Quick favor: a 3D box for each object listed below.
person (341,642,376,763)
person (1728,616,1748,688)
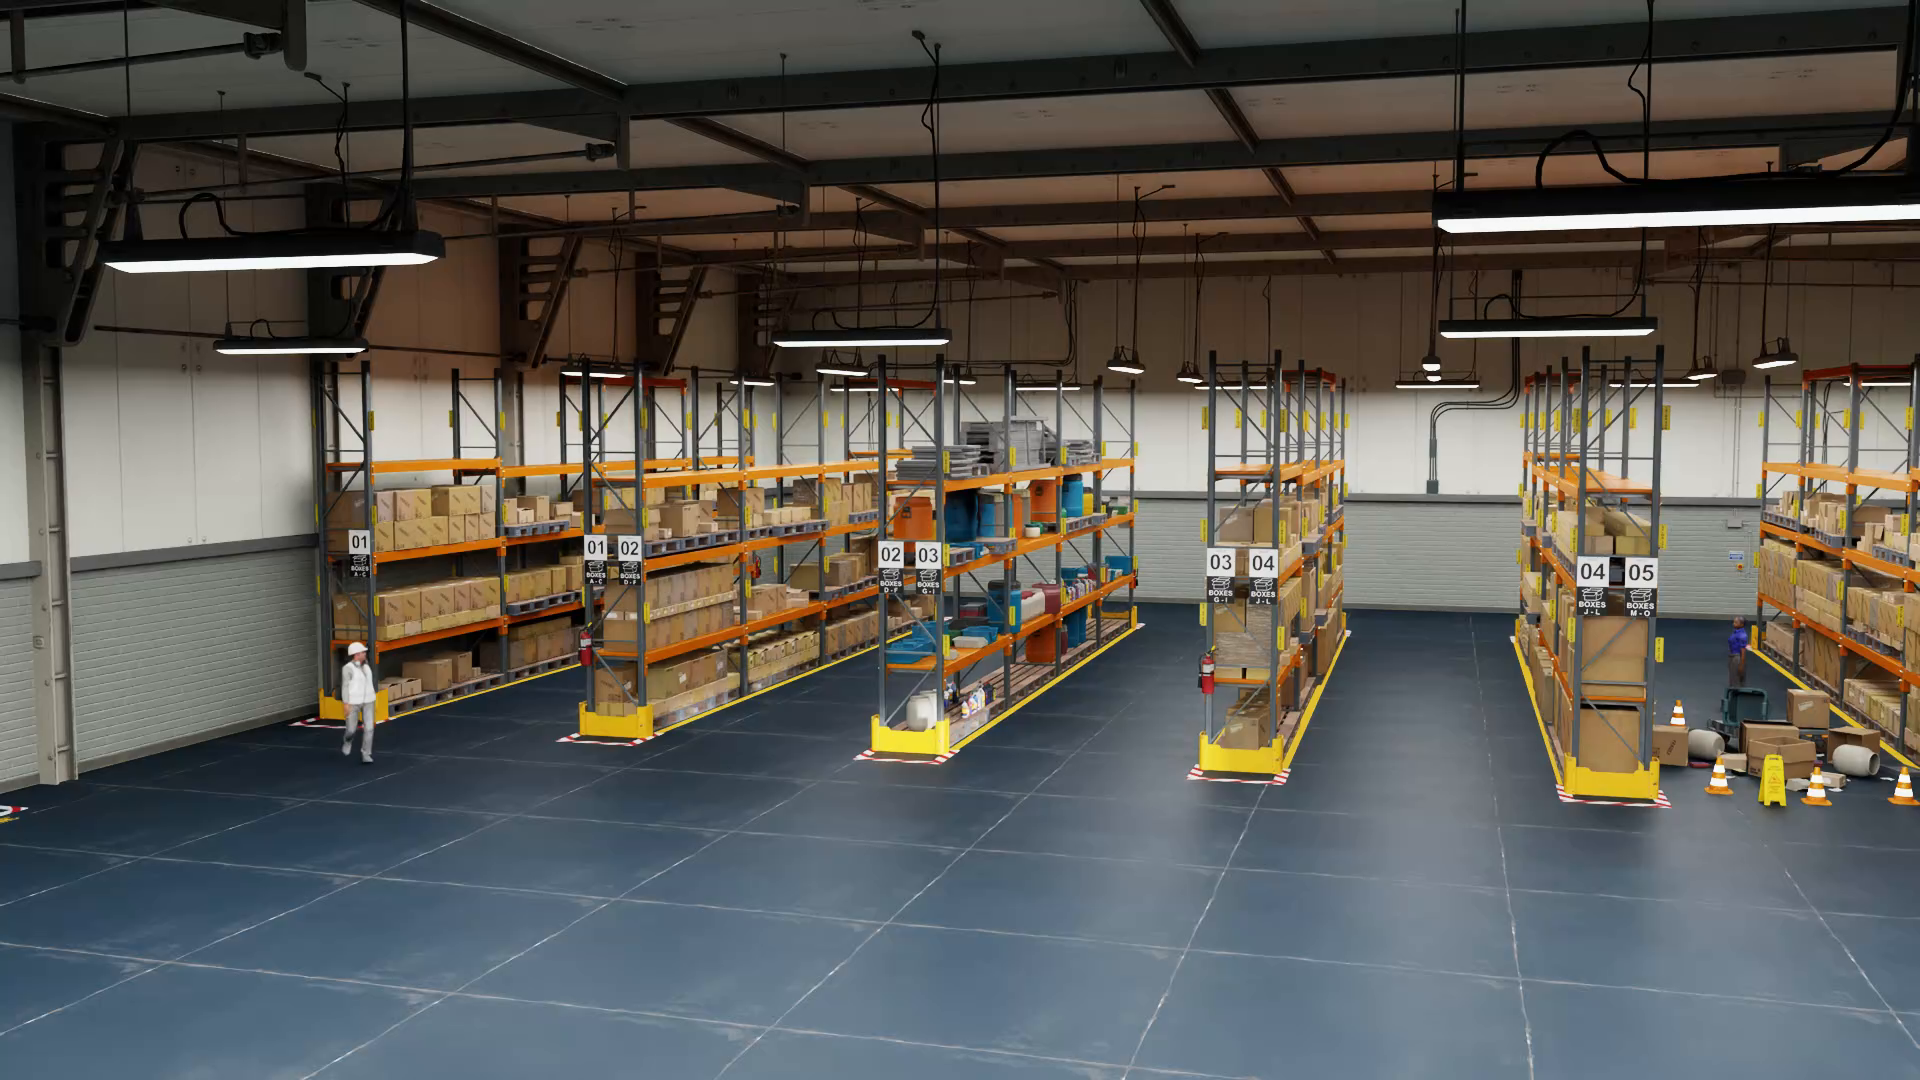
[{"bbox_3d":[-8.840,2.371,24.415,0.528,1.755,0.622,-3,5,-35],"label":"person"},{"bbox_3d":[13.436,2.132,28.719,0.435,1.659,0.477,3,5,35],"label":"person"}]
